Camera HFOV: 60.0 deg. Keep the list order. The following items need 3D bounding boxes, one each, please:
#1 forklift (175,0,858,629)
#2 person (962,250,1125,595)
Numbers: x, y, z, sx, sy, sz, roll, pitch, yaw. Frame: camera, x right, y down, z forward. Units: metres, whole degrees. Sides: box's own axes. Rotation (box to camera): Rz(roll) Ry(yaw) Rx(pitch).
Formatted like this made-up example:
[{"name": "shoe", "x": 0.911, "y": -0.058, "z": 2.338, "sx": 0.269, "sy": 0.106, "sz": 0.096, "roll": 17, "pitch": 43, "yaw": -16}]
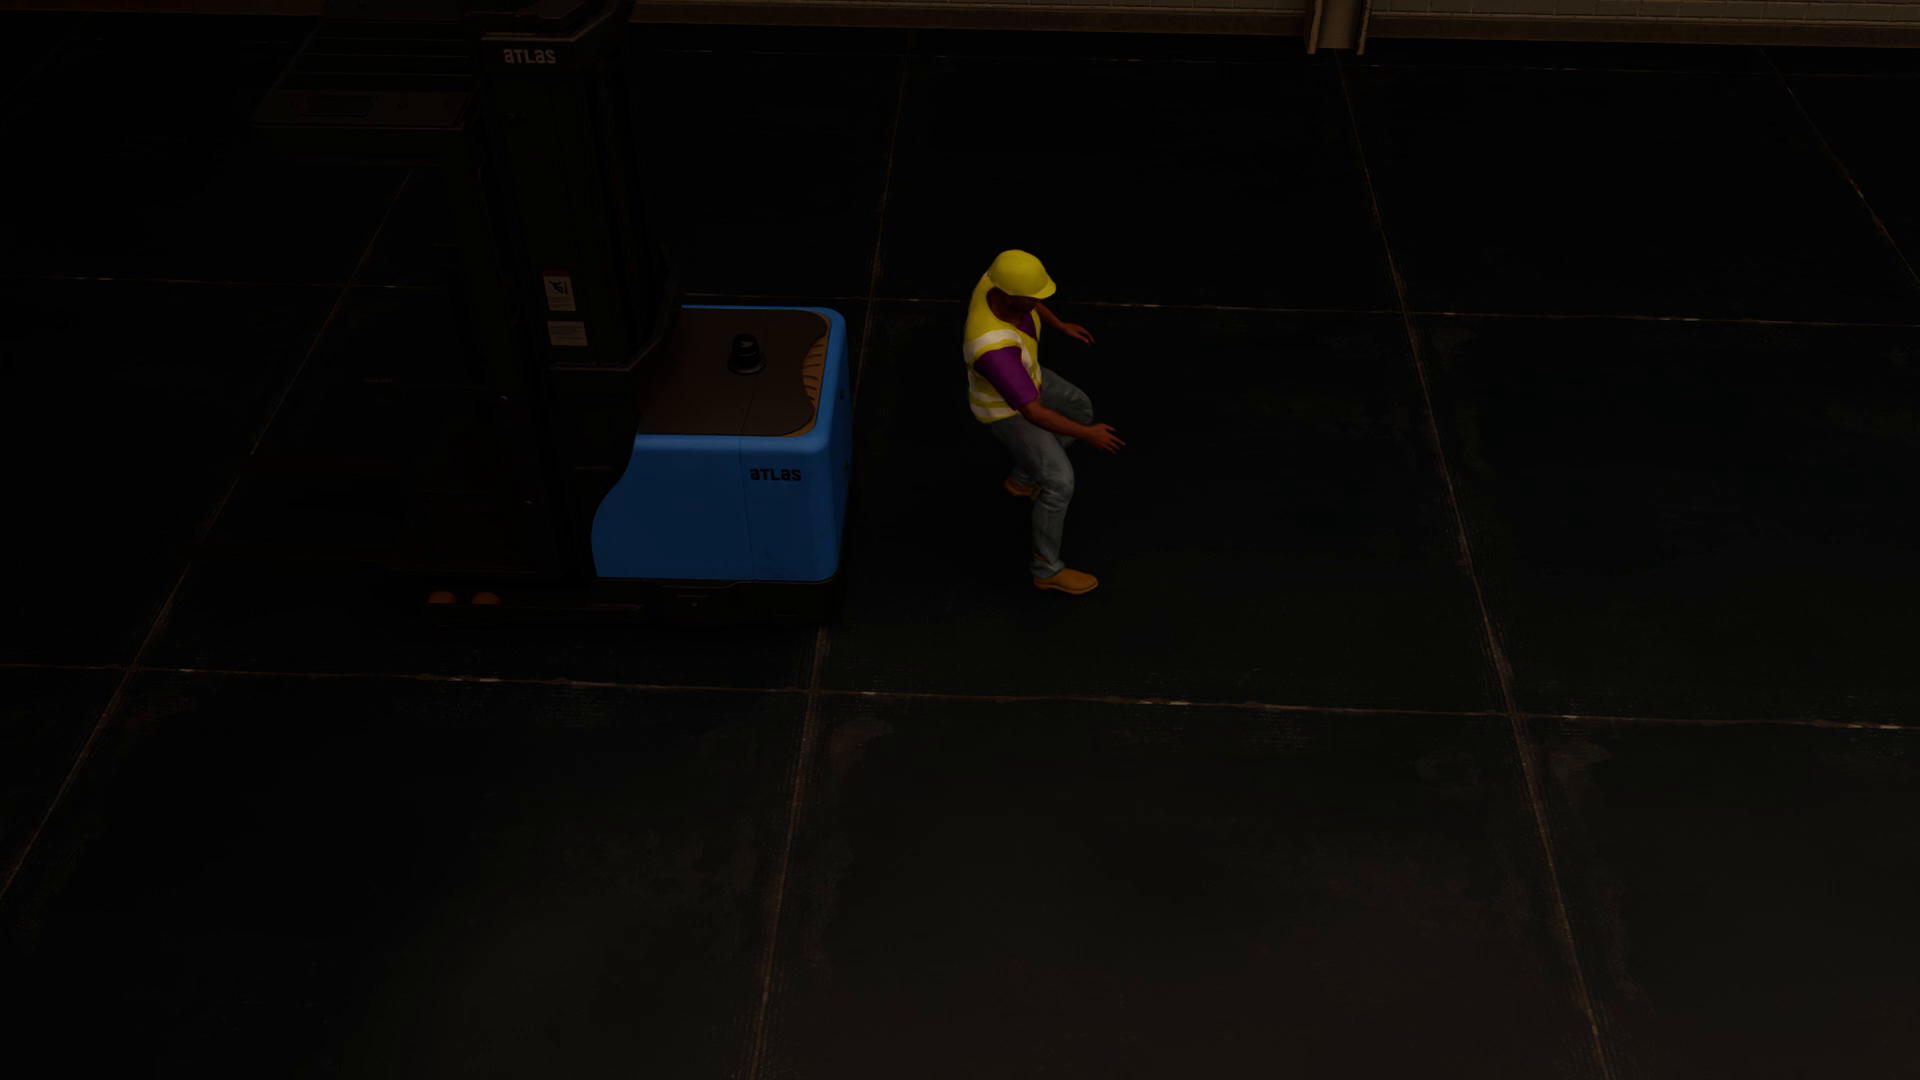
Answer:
[{"name": "forklift", "x": -2.026, "y": -1.044, "z": 6.886, "sx": 3.031, "sy": 2.935, "sz": 1.130, "roll": 1, "pitch": 42, "yaw": 1}, {"name": "person", "x": 0.388, "y": -0.629, "z": 7.426, "sx": 0.746, "sy": 1.600, "sz": 0.856, "roll": 7, "pitch": 43, "yaw": 7}]
